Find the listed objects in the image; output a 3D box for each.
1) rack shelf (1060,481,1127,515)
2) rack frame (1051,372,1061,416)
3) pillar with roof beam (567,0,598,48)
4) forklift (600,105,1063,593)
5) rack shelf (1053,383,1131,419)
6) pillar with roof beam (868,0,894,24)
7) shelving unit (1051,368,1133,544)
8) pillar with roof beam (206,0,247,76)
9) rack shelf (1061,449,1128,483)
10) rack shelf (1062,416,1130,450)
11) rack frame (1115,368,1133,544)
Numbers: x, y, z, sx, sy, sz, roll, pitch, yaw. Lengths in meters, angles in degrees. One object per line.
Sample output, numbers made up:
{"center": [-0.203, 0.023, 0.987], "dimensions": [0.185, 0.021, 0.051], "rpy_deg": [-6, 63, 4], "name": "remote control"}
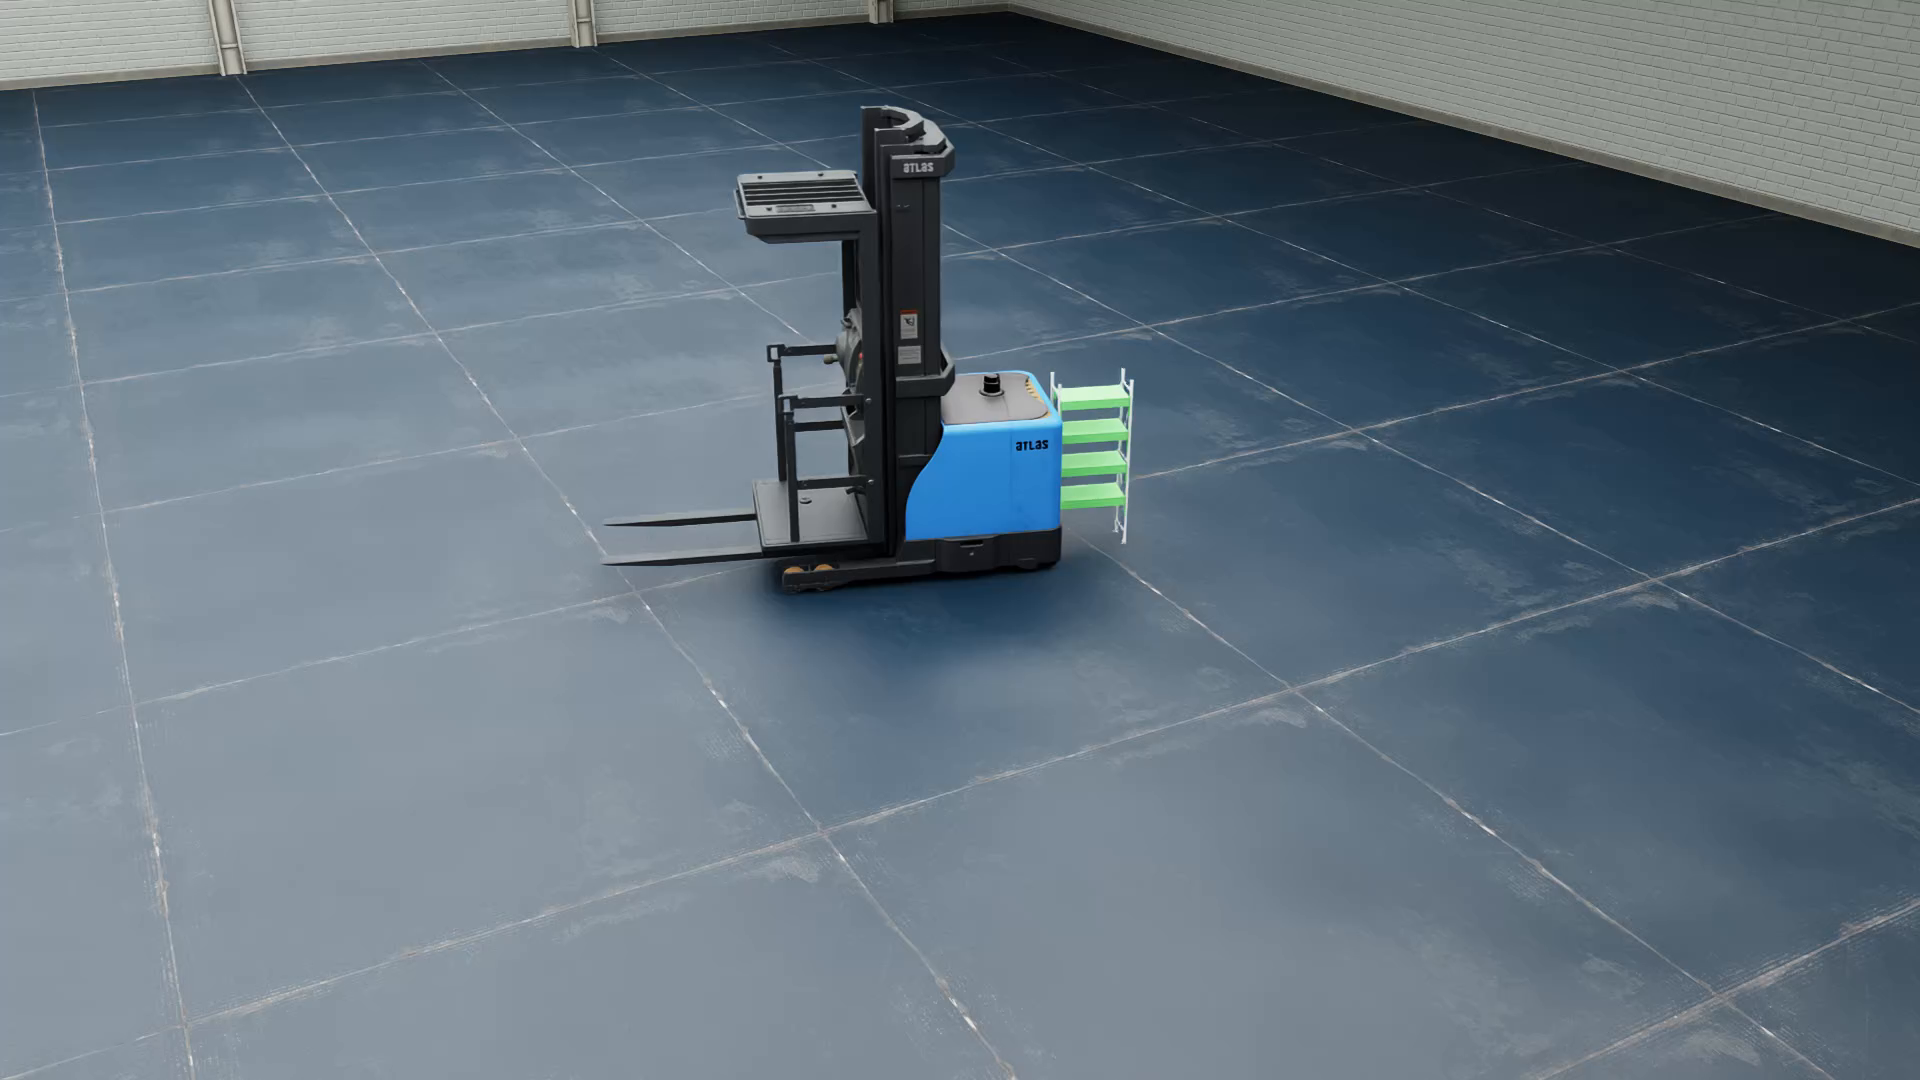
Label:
{"center": [0.878, -0.273, 11.437], "dimensions": [0.480, 0.148, 0.258], "rpy_deg": [-4, 26, -9], "name": "rack shelf"}
{"center": [0.638, -0.529, 11.267], "dimensions": [0.015, 1.200, 0.240], "rpy_deg": [-4, 26, -9], "name": "rack frame"}
{"center": [-4.827, -11.437, 24.977], "dimensions": [0.400, 9.000, 9.100], "rpy_deg": [-13, 29, -25], "name": "pillar with roof beam"}
{"center": [-0.887, -1.224, 10.714], "dimensions": [3.031, 2.935, 1.130], "rpy_deg": [-4, 26, -9], "name": "forklift"}
{"center": [0.878, -0.922, 11.125], "dimensions": [0.480, 0.148, 0.258], "rpy_deg": [-4, 26, -9], "name": "rack shelf"}
{"center": [0.467, -12.659, 27.522], "dimensions": [0.400, 9.000, 9.100], "rpy_deg": [-13, 29, -25], "name": "pillar with roof beam"}
{"center": [0.878, -0.547, 11.305], "dimensions": [0.503, 1.200, 0.258], "rpy_deg": [-4, 26, -9], "name": "shelving unit"}
{"center": [-10.121, -10.215, 22.432], "dimensions": [0.400, 9.000, 9.100], "rpy_deg": [-13, 29, -25], "name": "pillar with roof beam"}
{"center": [0.878, -0.490, 11.333], "dimensions": [0.480, 0.148, 0.258], "rpy_deg": [-4, 26, -9], "name": "rack shelf"}
{"center": [0.878, -0.706, 11.229], "dimensions": [0.480, 0.148, 0.258], "rpy_deg": [-4, 26, -9], "name": "rack shelf"}
{"center": [1.118, -0.566, 11.344], "dimensions": [0.015, 1.200, 0.240], "rpy_deg": [-4, 26, -9], "name": "rack frame"}
